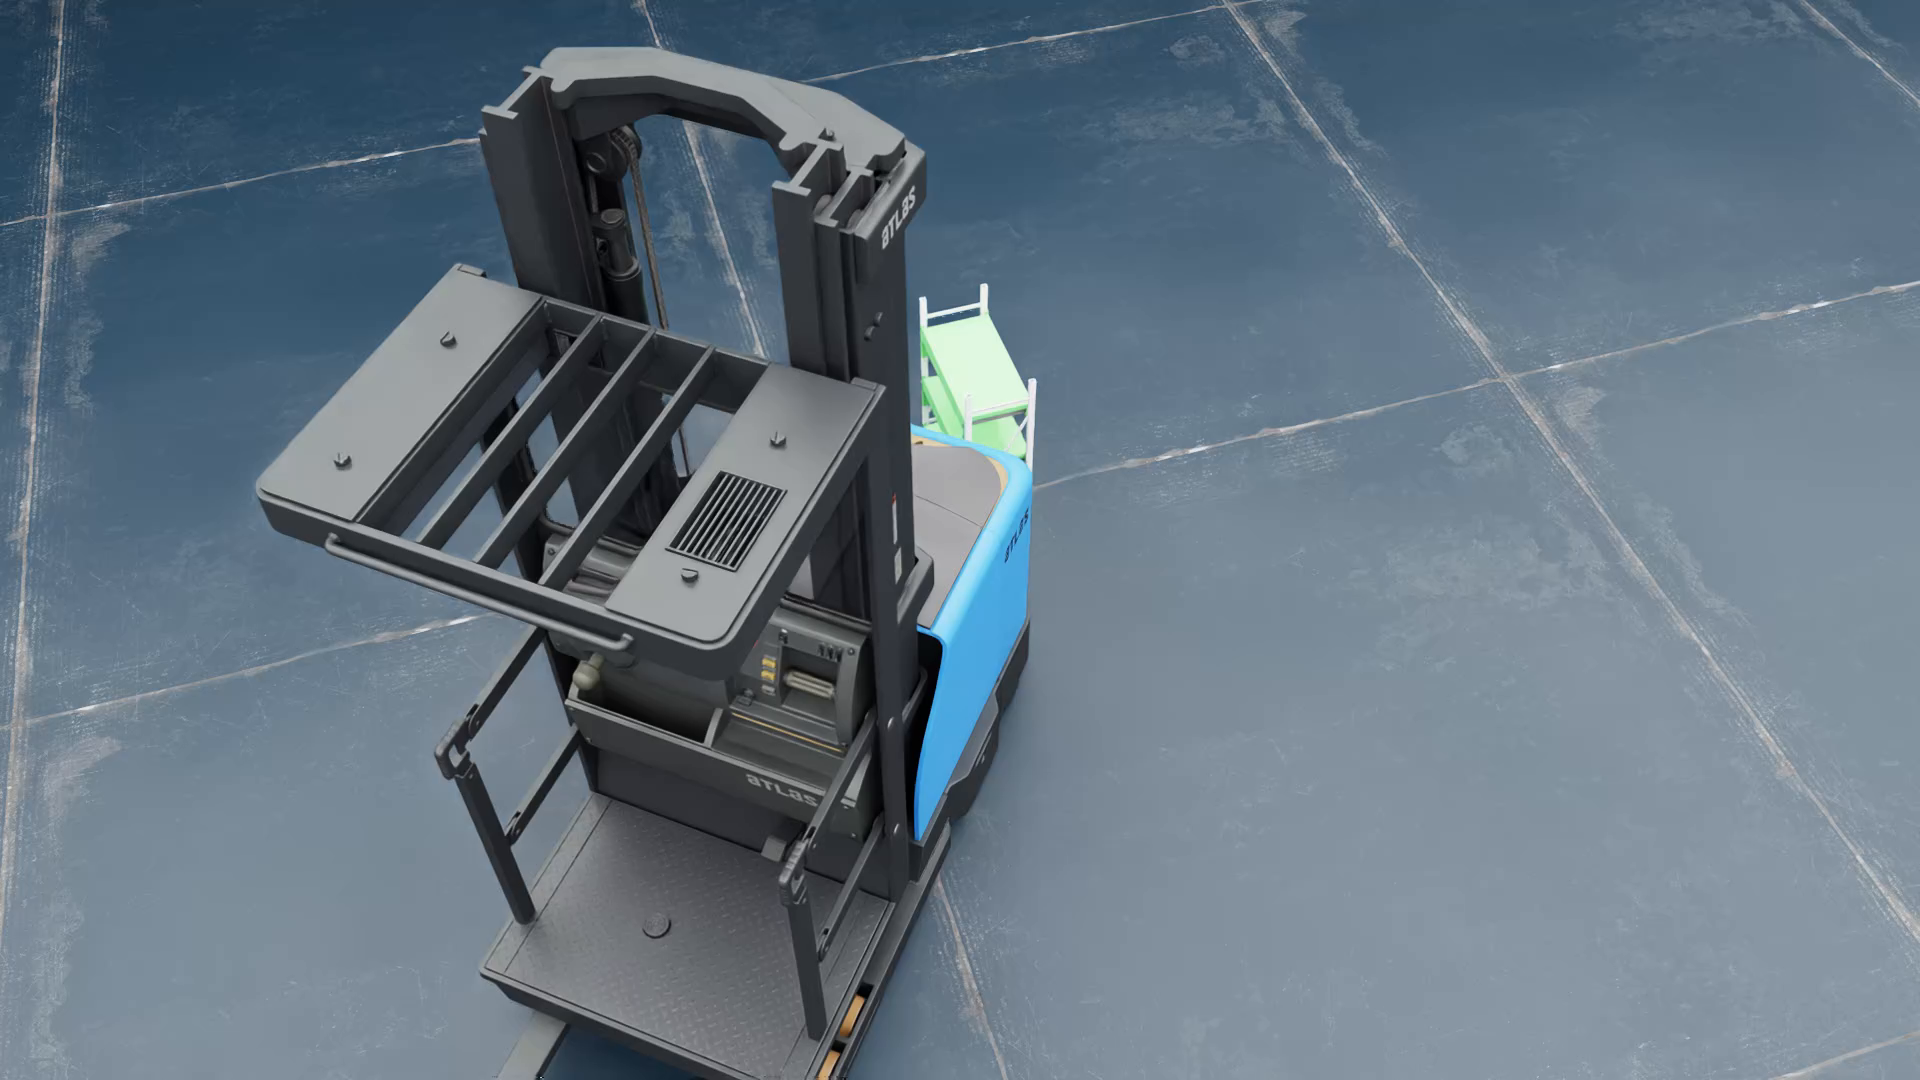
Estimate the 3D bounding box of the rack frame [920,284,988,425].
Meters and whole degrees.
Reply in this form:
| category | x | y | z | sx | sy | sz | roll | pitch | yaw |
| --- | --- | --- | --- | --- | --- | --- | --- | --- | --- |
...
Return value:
| category | x | y | z | sx | sy | sz | roll | pitch | yaw |
| --- | --- | --- | --- | --- | --- | --- | --- | --- | --- |
| rack frame | -0.021 | -0.460 | 6.143 | 0.240 | 1.200 | 0.015 | -14 | 51 | -12 |

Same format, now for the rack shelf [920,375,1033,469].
| category | x | y | z | sx | sy | sz | roll | pitch | yaw |
| --- | --- | --- | --- | --- | --- | --- | --- | --- | --- |
| rack shelf | 0.055 | -0.396 | 5.859 | 0.258 | 0.148 | 0.480 | -14 | 51 | -12 |

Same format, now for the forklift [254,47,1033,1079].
| category | x | y | z | sx | sy | sz | roll | pitch | yaw |
| --- | --- | --- | --- | --- | --- | --- | --- | --- | --- |
| forklift | -0.774 | 0.394 | 4.291 | 1.130 | 2.935 | 3.031 | 17 | 52 | 14 |

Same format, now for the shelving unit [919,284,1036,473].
| category | x | y | z | sx | sy | sz | roll | pitch | yaw |
| --- | --- | --- | --- | --- | --- | --- | --- | --- | --- |
| shelving unit | 0.055 | -0.283 | 5.993 | 0.258 | 1.200 | 0.503 | -14 | 51 | -12 |

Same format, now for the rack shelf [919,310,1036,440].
| category | x | y | z | sx | sy | sz | roll | pitch | yaw |
| --- | --- | --- | --- | --- | --- | --- | --- | --- | --- |
| rack shelf | 0.055 | -0.551 | 5.675 | 0.258 | 0.148 | 0.480 | -14 | 51 | -12 |

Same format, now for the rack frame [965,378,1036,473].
| category | x | y | z | sx | sy | sz | roll | pitch | yaw |
| --- | --- | --- | --- | --- | --- | --- | --- | --- | --- |
| rack frame | 0.131 | -0.106 | 5.844 | 0.240 | 1.200 | 0.015 | -14 | 51 | -12 |

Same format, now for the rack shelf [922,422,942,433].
| category | x | y | z | sx | sy | sz | roll | pitch | yaw |
| --- | --- | --- | --- | --- | --- | --- | --- | --- | --- |
| rack shelf | 0.055 | -0.242 | 6.042 | 0.258 | 0.148 | 0.480 | -14 | 51 | -12 |
